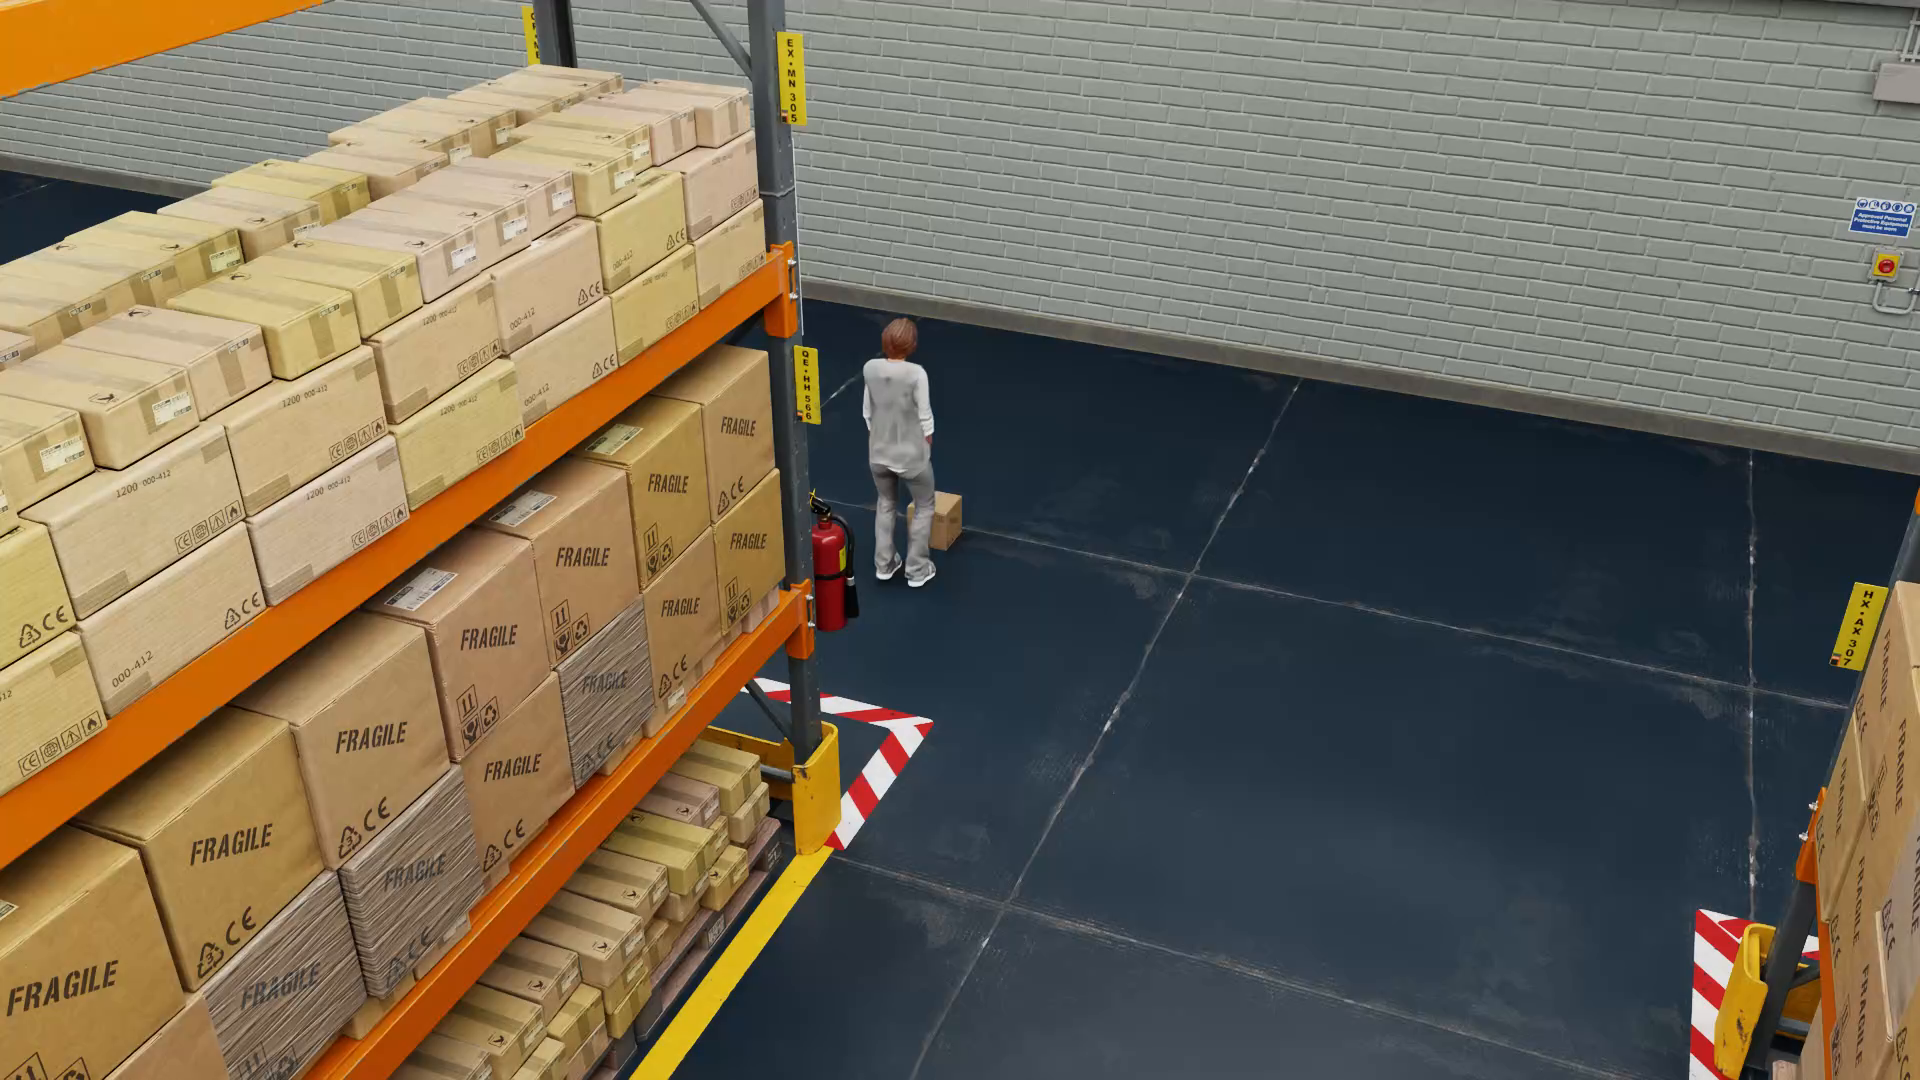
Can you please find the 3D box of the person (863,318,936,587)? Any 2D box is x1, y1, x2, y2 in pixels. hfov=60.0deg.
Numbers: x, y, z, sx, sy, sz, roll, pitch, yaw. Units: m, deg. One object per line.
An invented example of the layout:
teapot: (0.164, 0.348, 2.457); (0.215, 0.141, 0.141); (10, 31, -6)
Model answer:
person: (-0.346, -0.474, 9.255); (0.423, 1.567, 0.368); (12, 32, 20)
